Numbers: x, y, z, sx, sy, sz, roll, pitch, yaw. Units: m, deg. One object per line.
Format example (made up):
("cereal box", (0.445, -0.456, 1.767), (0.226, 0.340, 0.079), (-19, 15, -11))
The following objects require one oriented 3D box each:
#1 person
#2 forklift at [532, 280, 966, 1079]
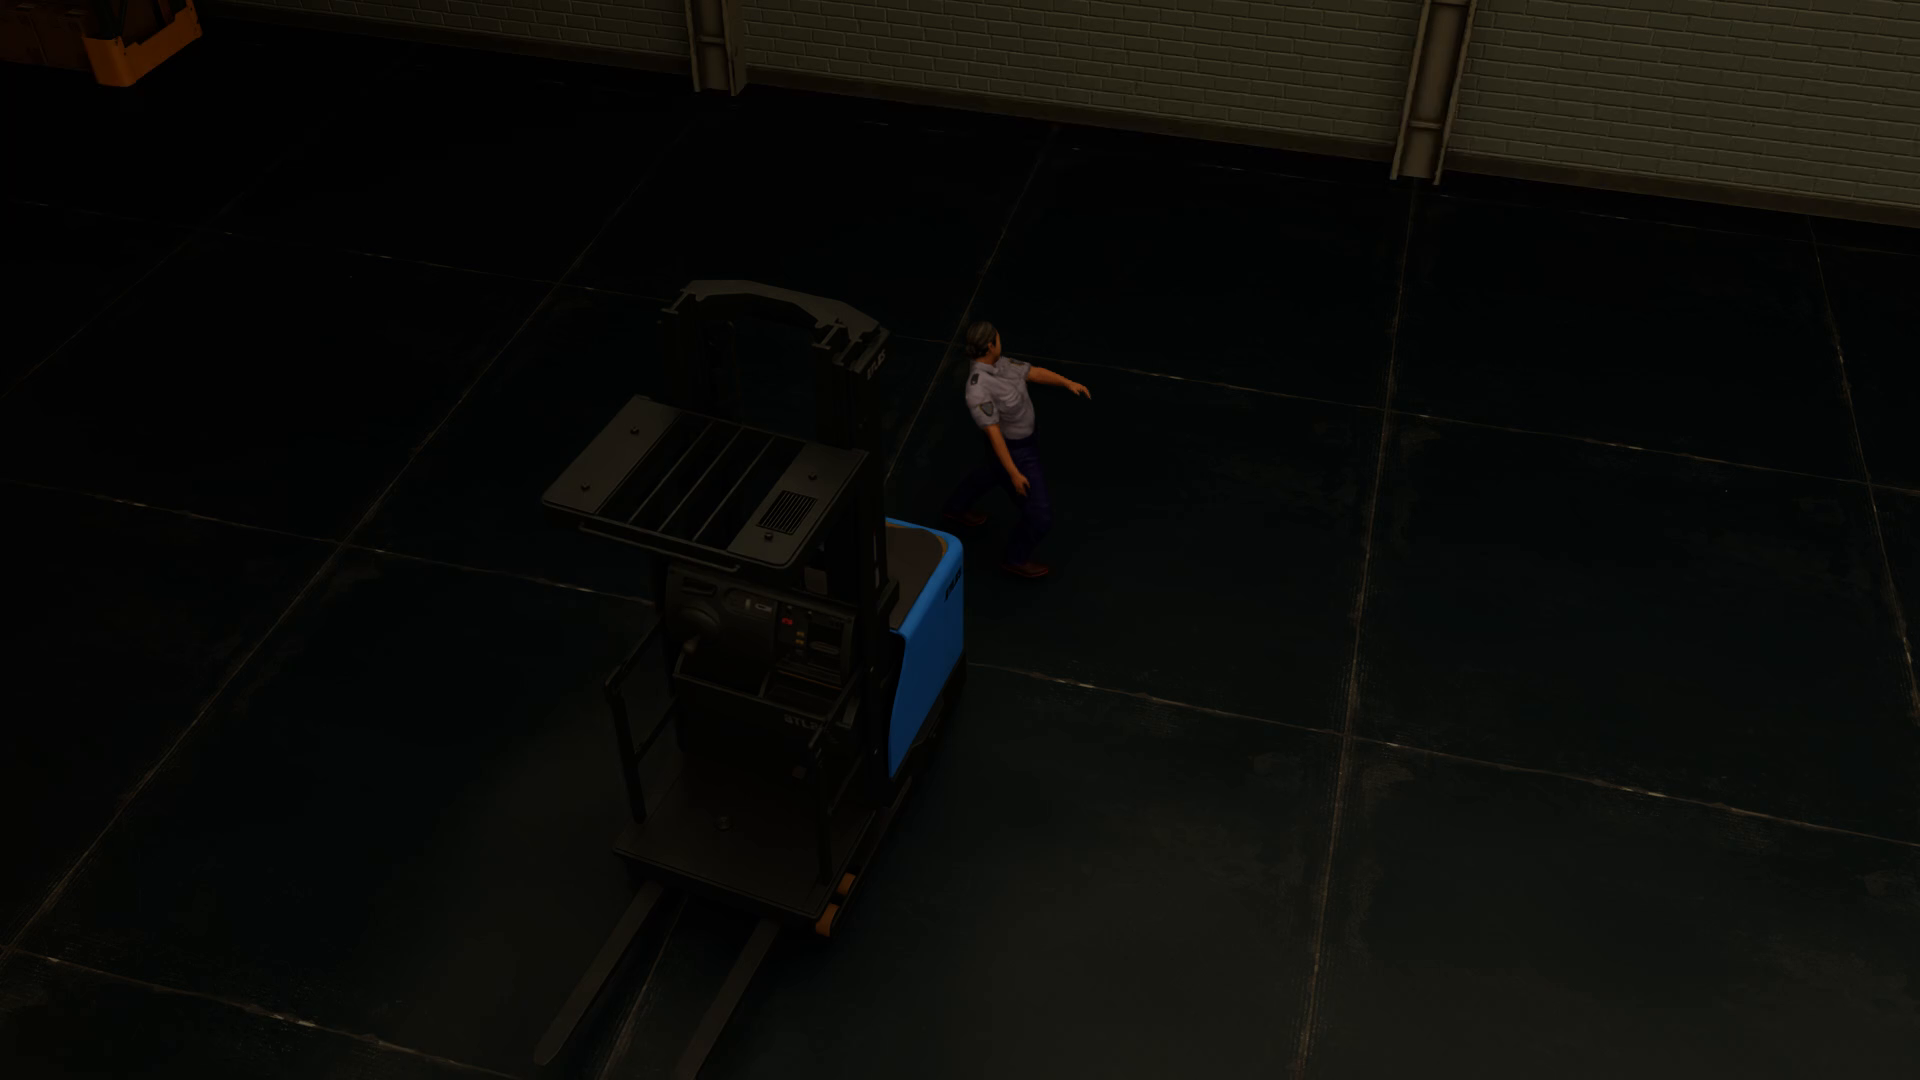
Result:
("person", (0.321, -0.491, 9.444), (0.817, 1.502, 0.799), (-3, 41, -3))
("forklift", (-0.981, 0.472, 7.323), (1.130, 2.935, 3.031), (15, 43, 16))
